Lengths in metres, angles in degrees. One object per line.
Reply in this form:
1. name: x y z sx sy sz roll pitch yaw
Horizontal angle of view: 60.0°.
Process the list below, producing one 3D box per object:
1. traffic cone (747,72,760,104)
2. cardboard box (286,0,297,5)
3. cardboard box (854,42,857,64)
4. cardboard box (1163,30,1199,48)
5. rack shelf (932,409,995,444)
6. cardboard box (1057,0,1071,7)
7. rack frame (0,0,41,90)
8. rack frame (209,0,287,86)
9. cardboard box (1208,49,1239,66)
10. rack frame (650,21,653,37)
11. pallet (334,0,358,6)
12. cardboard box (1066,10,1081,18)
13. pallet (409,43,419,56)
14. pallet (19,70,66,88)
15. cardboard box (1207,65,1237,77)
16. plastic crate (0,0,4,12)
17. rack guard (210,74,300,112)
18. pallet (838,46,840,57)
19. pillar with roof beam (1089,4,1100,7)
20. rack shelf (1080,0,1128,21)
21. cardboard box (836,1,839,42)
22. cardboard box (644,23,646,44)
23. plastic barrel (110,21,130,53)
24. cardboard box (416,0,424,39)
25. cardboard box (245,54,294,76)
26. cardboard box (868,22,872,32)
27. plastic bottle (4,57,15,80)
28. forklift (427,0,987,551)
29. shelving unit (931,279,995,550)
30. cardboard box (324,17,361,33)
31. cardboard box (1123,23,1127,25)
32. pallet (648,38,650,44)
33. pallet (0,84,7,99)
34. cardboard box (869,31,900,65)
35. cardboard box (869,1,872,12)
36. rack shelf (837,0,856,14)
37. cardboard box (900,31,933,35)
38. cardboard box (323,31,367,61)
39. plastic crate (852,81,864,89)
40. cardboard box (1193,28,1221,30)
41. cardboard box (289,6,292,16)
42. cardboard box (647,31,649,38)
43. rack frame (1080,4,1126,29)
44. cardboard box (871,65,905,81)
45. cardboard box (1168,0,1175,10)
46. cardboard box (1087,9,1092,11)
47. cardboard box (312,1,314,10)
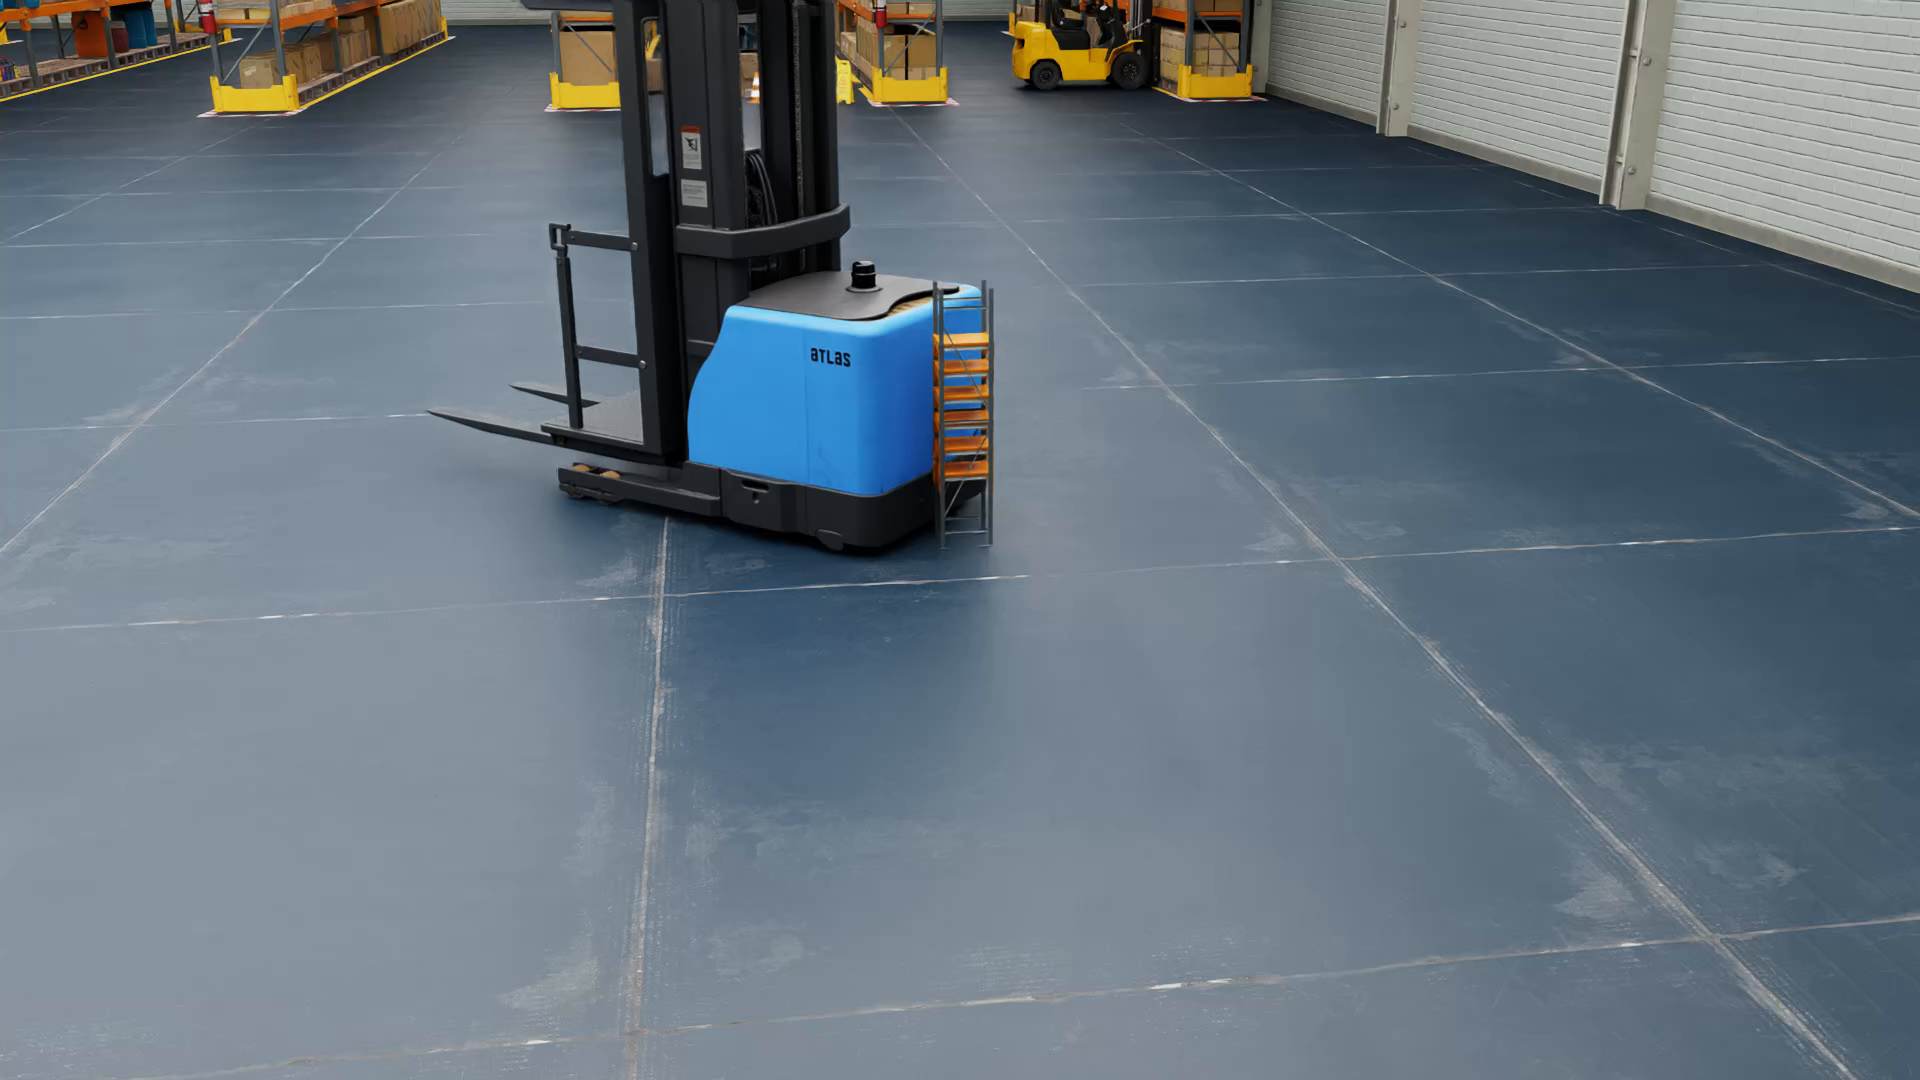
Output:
1. traffic cone: -3.170 -7.093 26.045 0.336 0.463 0.334 -3 21 -8
2. cardboard box: -10.861 -8.592 25.864 0.875 0.500 0.500 -3 21 -8
3. cardboard box: -1.437 -8.903 30.422 0.950 0.372 0.625 -3 21 -7
4. cardboard box: 3.675 -8.320 27.605 0.500 0.250 0.500 -3 21 -7
5. rack shelf: 0.014 -0.514 7.502 0.258 0.103 0.180 -3 21 -8
6. cardboard box: 2.273 -12.021 37.235 0.380 0.149 0.250 -4 21 -10
7. rack frame: -16.066 -9.006 27.543 1.000 3.000 0.127 -3 21 -8
8. rack frame: -10.589 -7.871 24.503 1.000 3.000 0.127 -3 21 -8
9. cardboard box: 4.267 -7.939 27.299 0.500 0.250 0.500 -3 21 -7
10. rack frame: -7.972 -13.626 39.912 1.000 3.000 0.127 -3 21 -8
11. pallet: -11.131 -9.438 28.973 1.003 0.211 1.213 -3 21 -8
12. cardboard box: 2.491 -11.341 35.838 0.380 0.149 0.250 -4 21 -10
13. pallet: -12.133 -10.456 35.410 1.003 0.211 1.213 -3 21 -8
14. pallet: -16.218 -7.970 28.753 1.003 0.211 1.213 -3 21 -8
15. cardboard box: 4.252 -7.711 27.405 0.500 0.250 0.500 -3 21 -8
16. plastic crate: -15.638 -8.567 26.579 0.499 0.251 0.616 -3 21 -8
17. rack guard: -10.600 -6.726 25.011 1.175 0.500 0.348 -3 21 -8
18. pallet: -1.974 -10.111 34.487 1.003 0.211 1.213 -3 21 -8
19. pillar with roof beam: -1.069 -15.657 36.776 9.100 9.000 0.400 -3 21 -8
20. rack shelf: 3.264 -10.363 32.203 1.077 0.370 4.000 -3 21 -8
21. cardboard box: -2.205 -11.204 35.864 0.875 0.875 0.875 -2 21 -6
22. cardboard box: -6.966 -10.846 35.440 0.500 0.500 0.500 -3 21 -9
23. plastic barrel: -16.893 -10.018 33.097 0.600 0.588 0.708 -3 21 -8
24. cardboard box: -12.334 -11.460 36.548 0.875 0.875 0.875 -3 21 -8
25. cardboard box: -10.782 -7.319 25.998 0.500 0.500 0.500 2 21 6
26. cardboard box: -1.308 -8.410 27.277 0.380 0.149 0.250 -3 21 -7
27. plastic bottle: -15.688 -7.763 27.371 0.144 0.351 0.185 -3 21 -9
28. forklift: -1.399 -1.688 8.048 3.031 2.935 1.130 12 24 29
29. shelving unit: 0.014 -0.555 7.487 0.258 1.200 0.189 -3 21 -8
30. cardboard box: -11.529 -9.614 31.041 0.500 0.250 0.500 -1 20 -2
31. cardboard box: 3.362 -9.541 31.768 0.875 0.625 0.625 -3 21 -8
32. pallet: -7.707 -11.589 38.443 1.003 0.211 1.213 -3 21 -8
33. pallet: -15.832 -7.042 26.269 1.003 0.211 1.213 -3 21 -8
34. cardboard box: -1.234 -8.076 27.309 0.500 0.500 0.500 -2 21 -6
35. cardboard box: -1.277 -8.632 26.898 0.380 0.149 0.250 -3 21 -7
36. rack shelf: -1.647 -10.111 31.530 1.077 0.370 4.000 -3 21 -8
37. cardboard box: -0.708 -8.113 27.409 0.500 0.500 0.500 -4 21 -10
38. cardboard box: -11.533 -9.254 31.149 0.700 0.500 0.500 -5 21 -12
39. plastic crate: -1.944 -7.803 28.494 0.402 0.080 0.583 -11 23 -26
40. cardboard box: 4.110 -8.522 28.147 0.500 0.250 0.500 -3 21 -8
41. cardboard box: -10.489 -8.125 25.541 0.380 0.149 0.250 -3 21 -8
42. cardboard box: -7.130 -11.245 37.010 0.380 0.149 0.250 -4 21 -10
43. rack frame: 2.976 -11.392 33.931 1.000 3.000 0.127 -3 21 -8
44. cardboard box: -1.168 -7.554 26.985 0.500 0.250 0.500 -3 21 -8
45. cardboard box: 3.733 -9.007 27.401 0.500 0.500 0.500 -2 21 -6
46. cardboard box: 2.973 -11.459 36.155 0.380 0.149 0.250 -4 21 -10
47. cardboard box: -10.788 -8.728 27.157 0.380 0.149 0.250 -3 21 -8
